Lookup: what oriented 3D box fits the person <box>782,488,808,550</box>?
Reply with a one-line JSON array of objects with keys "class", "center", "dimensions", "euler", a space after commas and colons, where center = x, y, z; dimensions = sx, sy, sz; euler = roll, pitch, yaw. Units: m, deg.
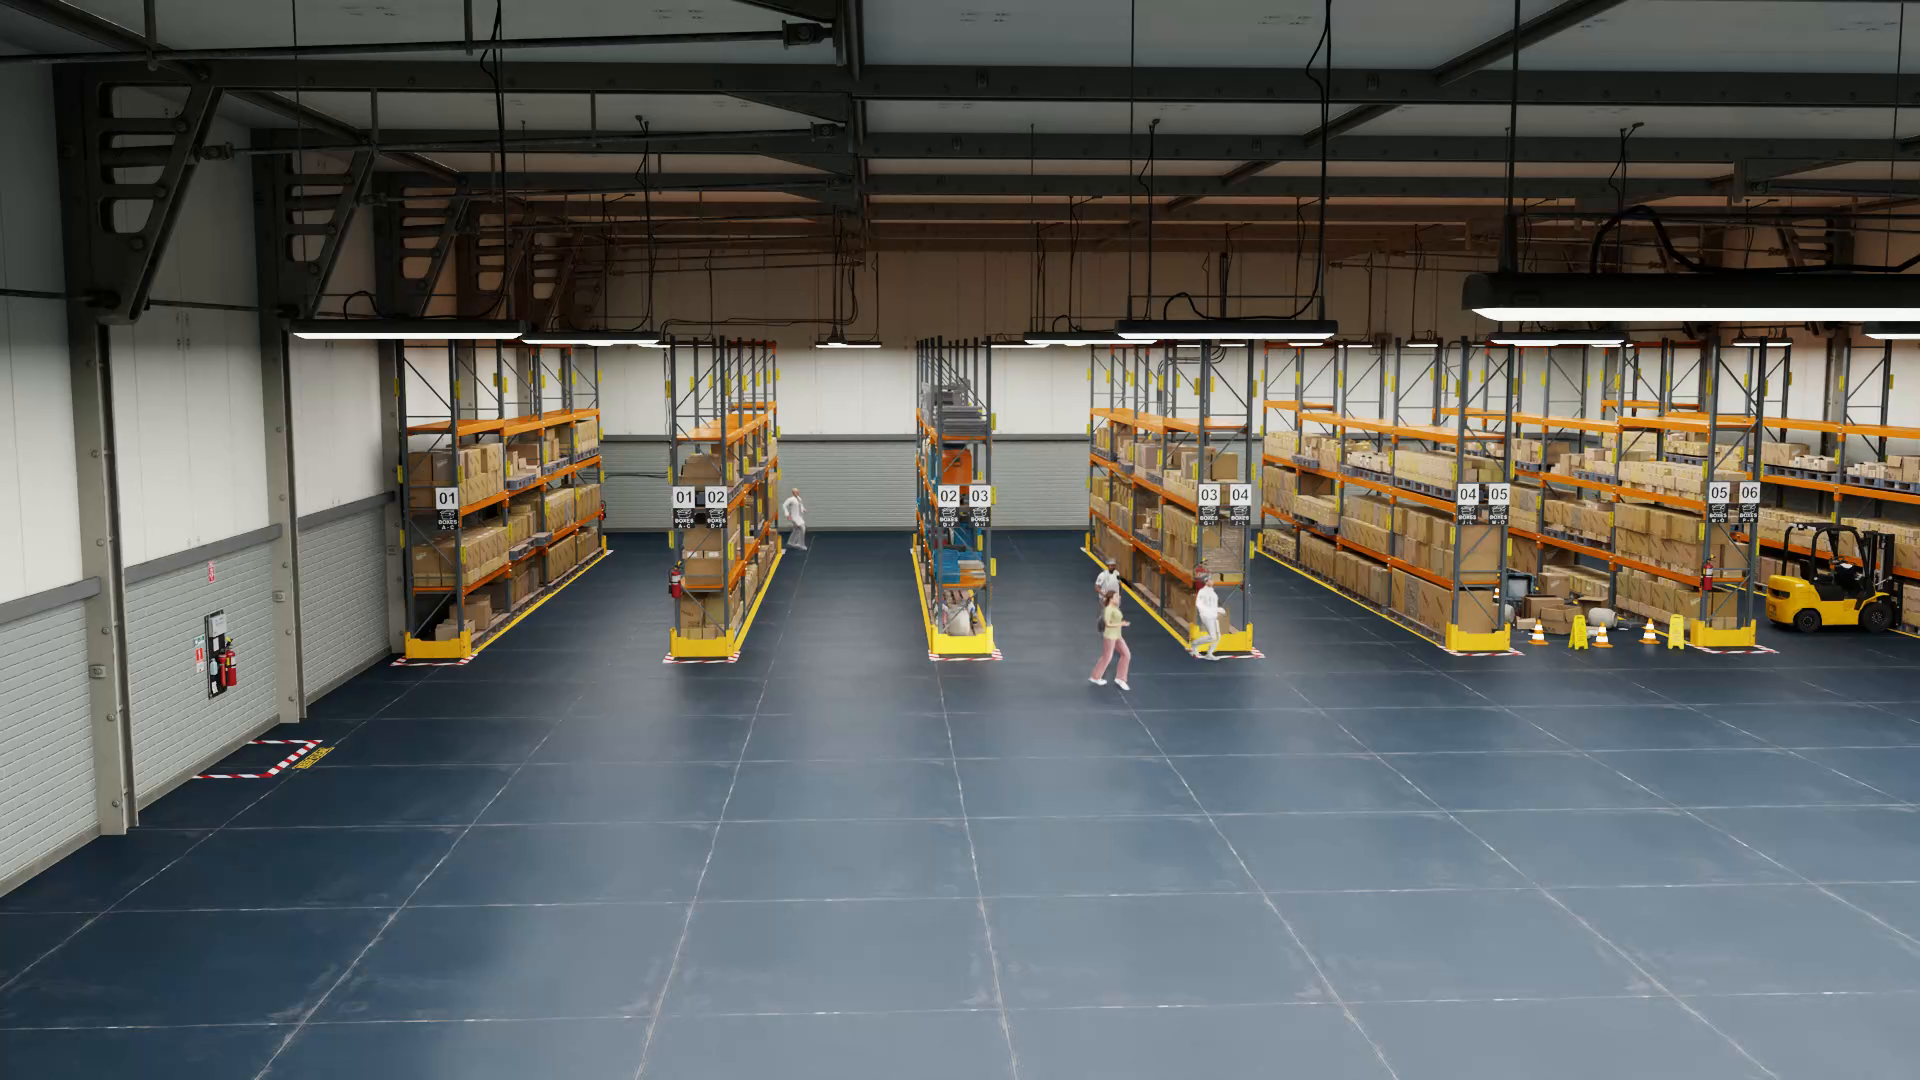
[{"class": "person", "center": [-4.775, -0.591, 47.997], "dimensions": [0.738, 1.823, 0.769], "euler": [3, 7, 21]}]

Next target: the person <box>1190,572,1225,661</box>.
[{"class": "person", "center": [4.582, 1.407, 30.814], "dimensions": [0.578, 1.645, 0.616], "euler": [4, 8, 30]}]

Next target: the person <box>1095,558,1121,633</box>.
[{"class": "person", "center": [2.939, 1.175, 32.897], "dimensions": [0.599, 1.686, 0.854], "euler": [-2, 7, -18]}]

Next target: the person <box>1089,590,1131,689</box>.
[{"class": "person", "center": [2.552, 1.701, 28.212], "dimensions": [0.738, 1.725, 0.559], "euler": [3, 7, 26]}]
